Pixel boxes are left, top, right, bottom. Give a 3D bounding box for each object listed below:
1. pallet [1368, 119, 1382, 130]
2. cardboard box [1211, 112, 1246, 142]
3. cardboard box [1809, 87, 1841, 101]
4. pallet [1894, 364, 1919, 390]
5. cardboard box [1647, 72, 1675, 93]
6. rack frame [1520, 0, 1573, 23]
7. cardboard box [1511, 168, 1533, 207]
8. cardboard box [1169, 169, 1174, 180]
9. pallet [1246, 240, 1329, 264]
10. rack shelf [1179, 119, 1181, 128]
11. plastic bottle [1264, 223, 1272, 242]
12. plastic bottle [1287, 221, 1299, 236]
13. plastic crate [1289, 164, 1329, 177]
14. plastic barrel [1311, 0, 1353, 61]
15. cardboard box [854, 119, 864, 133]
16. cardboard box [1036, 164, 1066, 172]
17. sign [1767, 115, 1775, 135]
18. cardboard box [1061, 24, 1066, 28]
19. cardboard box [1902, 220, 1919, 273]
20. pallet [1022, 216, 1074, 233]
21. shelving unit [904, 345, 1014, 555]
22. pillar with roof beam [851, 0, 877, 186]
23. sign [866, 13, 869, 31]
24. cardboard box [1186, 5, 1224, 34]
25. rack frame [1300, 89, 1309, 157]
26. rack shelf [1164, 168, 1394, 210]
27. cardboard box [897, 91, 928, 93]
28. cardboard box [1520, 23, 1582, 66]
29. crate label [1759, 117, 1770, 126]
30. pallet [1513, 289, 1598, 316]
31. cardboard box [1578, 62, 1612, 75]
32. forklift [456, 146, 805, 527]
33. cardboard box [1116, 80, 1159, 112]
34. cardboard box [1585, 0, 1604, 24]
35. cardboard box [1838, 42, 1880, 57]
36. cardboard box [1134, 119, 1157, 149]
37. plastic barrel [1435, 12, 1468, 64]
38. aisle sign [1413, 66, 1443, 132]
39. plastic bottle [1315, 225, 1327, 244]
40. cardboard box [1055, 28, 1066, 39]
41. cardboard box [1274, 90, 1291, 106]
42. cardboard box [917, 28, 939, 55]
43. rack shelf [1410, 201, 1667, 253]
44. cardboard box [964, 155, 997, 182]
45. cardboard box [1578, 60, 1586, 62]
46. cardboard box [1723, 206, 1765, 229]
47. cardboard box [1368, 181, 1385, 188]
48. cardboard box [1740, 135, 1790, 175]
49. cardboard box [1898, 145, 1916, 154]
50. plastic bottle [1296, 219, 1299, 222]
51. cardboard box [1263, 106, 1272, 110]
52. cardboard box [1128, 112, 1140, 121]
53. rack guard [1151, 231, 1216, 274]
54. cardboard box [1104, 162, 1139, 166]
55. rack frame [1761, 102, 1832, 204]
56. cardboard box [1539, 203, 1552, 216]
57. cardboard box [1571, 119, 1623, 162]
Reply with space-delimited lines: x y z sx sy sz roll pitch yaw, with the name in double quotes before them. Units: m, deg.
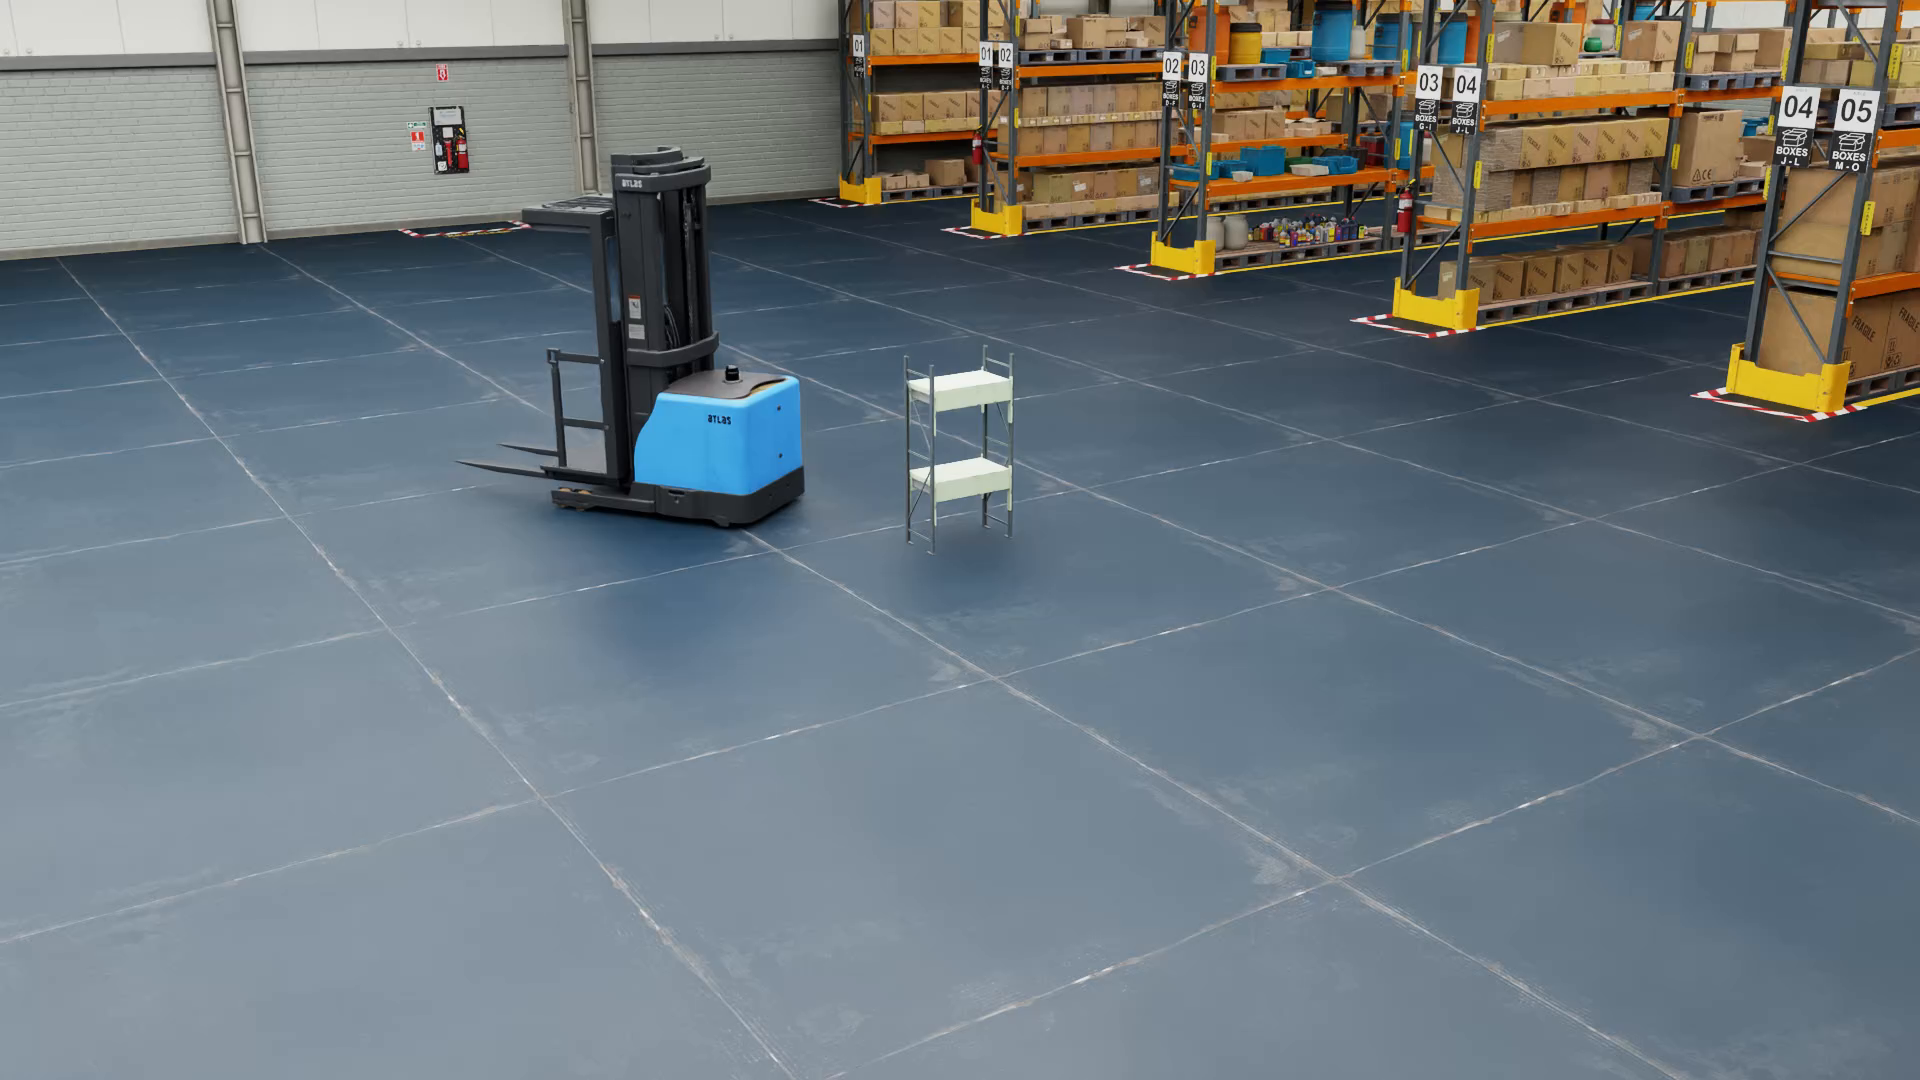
"pallet" 8.965 -8.570 34.210 1.213 0.211 1.003 -12 22 -31
"cardboard box" 5.093 -7.883 31.724 0.500 0.500 0.500 -10 21 -28
"cardboard box" 8.842 -4.610 17.095 0.250 0.149 0.380 -12 22 -32
"pallet" 10.394 -1.967 18.734 1.213 0.211 1.003 -12 22 -31
"cardboard box" 9.211 -6.162 22.338 0.500 0.250 0.500 -11 22 -29
"rack frame" 10.065 -9.833 28.281 0.127 3.000 1.000 -12 22 -31
"cardboard box" 6.934 -4.655 21.711 0.500 0.500 0.875 -12 22 -31
"cardboard box" 4.184 -6.922 31.799 0.500 0.311 0.500 -12 22 -31
"pallet" 5.120 -4.642 26.647 1.213 0.211 1.003 -12 22 -31
"rack shelf" 2.946 -8.948 36.153 4.000 0.370 1.077 -12 22 -31
"plastic bottle" 4.961 -4.953 26.767 0.133 0.283 0.061 -12 22 -31
"plastic bottle" 5.412 -5.030 27.007 0.135 0.276 0.152 -12 22 -31
"plastic crate" 5.507 -5.808 26.153 0.437 0.136 0.530 -12 22 -31
"plastic barrel" 5.834 -7.998 26.095 0.708 0.901 0.600 -12 22 -31
"cardboard box" -1.781 -8.305 33.329 0.500 0.250 0.500 -12 22 -31
"cardboard box" 1.881 -8.095 35.722 0.500 0.500 0.700 -11 22 -30
"sign" 12.481 -6.363 25.575 0.005 0.325 0.100 -12 22 -31
"cardboard box" 2.290 -10.698 35.005 0.500 0.311 0.500 -11 22 -30
"cardboard box" 10.020 -3.229 17.879 0.550 0.550 0.875 -12 22 -31
"pallet" 1.278 -5.733 29.872 1.213 0.211 1.003 -12 22 -31
"shelving unit" -0.006 -0.709 13.001 0.755 1.500 0.431 -12 22 -31
"pillar with roof beam" 0.411 -10.277 29.594 0.400 9.000 9.100 -12 22 -31
"sign" -1.767 -9.922 31.862 0.005 0.325 0.100 -12 22 -31
"cardboard box" 4.540 -9.615 30.725 0.500 0.500 0.500 -12 22 -31
"rack frame" 7.957 -10.346 39.164 0.127 3.000 1.000 -12 22 -31
"rack shelf" 5.054 -5.594 26.230 4.000 0.370 1.077 -12 22 -31
"cardboard box" -0.933 -8.844 33.753 0.500 0.500 0.500 -13 22 -33
"cardboard box" 7.496 -6.293 21.090 0.500 0.500 0.500 -12 22 -32
"crate label" 16.359 -8.394 33.558 0.303 0.233 0.416 -12 22 -31
"pallet" 7.887 -3.297 22.668 1.213 0.211 1.003 -12 22 -31
"cardboard box" 8.238 -6.133 21.630 0.250 0.149 0.380 -11 21 -29
"forklift" -2.899 -1.781 13.937 3.031 2.935 1.130 8 20 21
"cardboard box" 3.215 -8.105 30.354 0.500 0.500 0.700 -12 22 -32
"cardboard box" 13.605 -11.573 36.393 0.500 0.500 0.700 -12 22 -31
"cardboard box" 9.269 -5.078 17.233 0.250 0.149 0.380 -11 22 -31
"cardboard box" 3.199 -7.485 30.546 0.500 0.500 0.700 -12 22 -32
"plastic barrel" 8.122 -8.323 27.715 0.708 0.901 0.600 -12 22 -31
"aisle sign" 5.891 -5.558 20.943 0.004 0.787 0.394 -12 22 -31
"plastic bottle" 5.777 -4.896 26.610 0.135 0.276 0.152 -11 22 -30
"cardboard box" 1.944 -8.923 29.537 0.500 0.311 0.500 -9 21 -25
"cardboard box" 7.289 -10.302 38.383 0.500 0.500 0.500 -12 22 -31
"cardboard box" -0.749 -9.880 32.914 0.500 0.500 0.500 -11 21 -29
"rack shelf" 7.778 -4.269 22.312 4.000 0.370 1.077 -12 22 -31
"cardboard box" 0.431 -7.767 34.753 0.500 0.500 0.500 -14 23 -35
"cardboard box" 8.133 -6.340 22.244 0.250 0.149 0.380 -12 22 -32
"cardboard box" 11.808 -4.824 24.875 0.500 0.250 0.500 -9 21 -25
"cardboard box" 8.315 -7.439 33.780 0.500 0.500 0.500 -13 23 -33
"cardboard box" 11.949 -5.682 24.556 0.500 0.500 0.700 -8 20 -23
"cardboard box" 14.619 -5.997 26.144 0.500 0.500 0.500 -12 22 -31
"plastic bottle" 5.503 -5.126 27.278 0.133 0.283 0.061 -11 21 -29
"cardboard box" 6.962 -9.929 38.292 0.250 0.149 0.380 -12 22 -31
"cardboard box" 3.043 -7.683 30.118 0.250 0.149 0.380 -12 22 -32
"rack guard" 3.421 -4.424 25.550 0.348 0.500 1.175 -12 22 -31
"cardboard box" 3.030 -6.776 31.071 0.500 0.500 0.500 -12 22 -31
"rack frame" 12.789 -5.667 25.323 0.127 3.000 1.000 -12 22 -31
"cardboard box" 7.517 -4.347 21.811 0.250 0.149 0.380 -12 22 -31
"cardboard box" 8.389 -5.295 22.041 0.500 0.500 0.500 -12 22 -31
